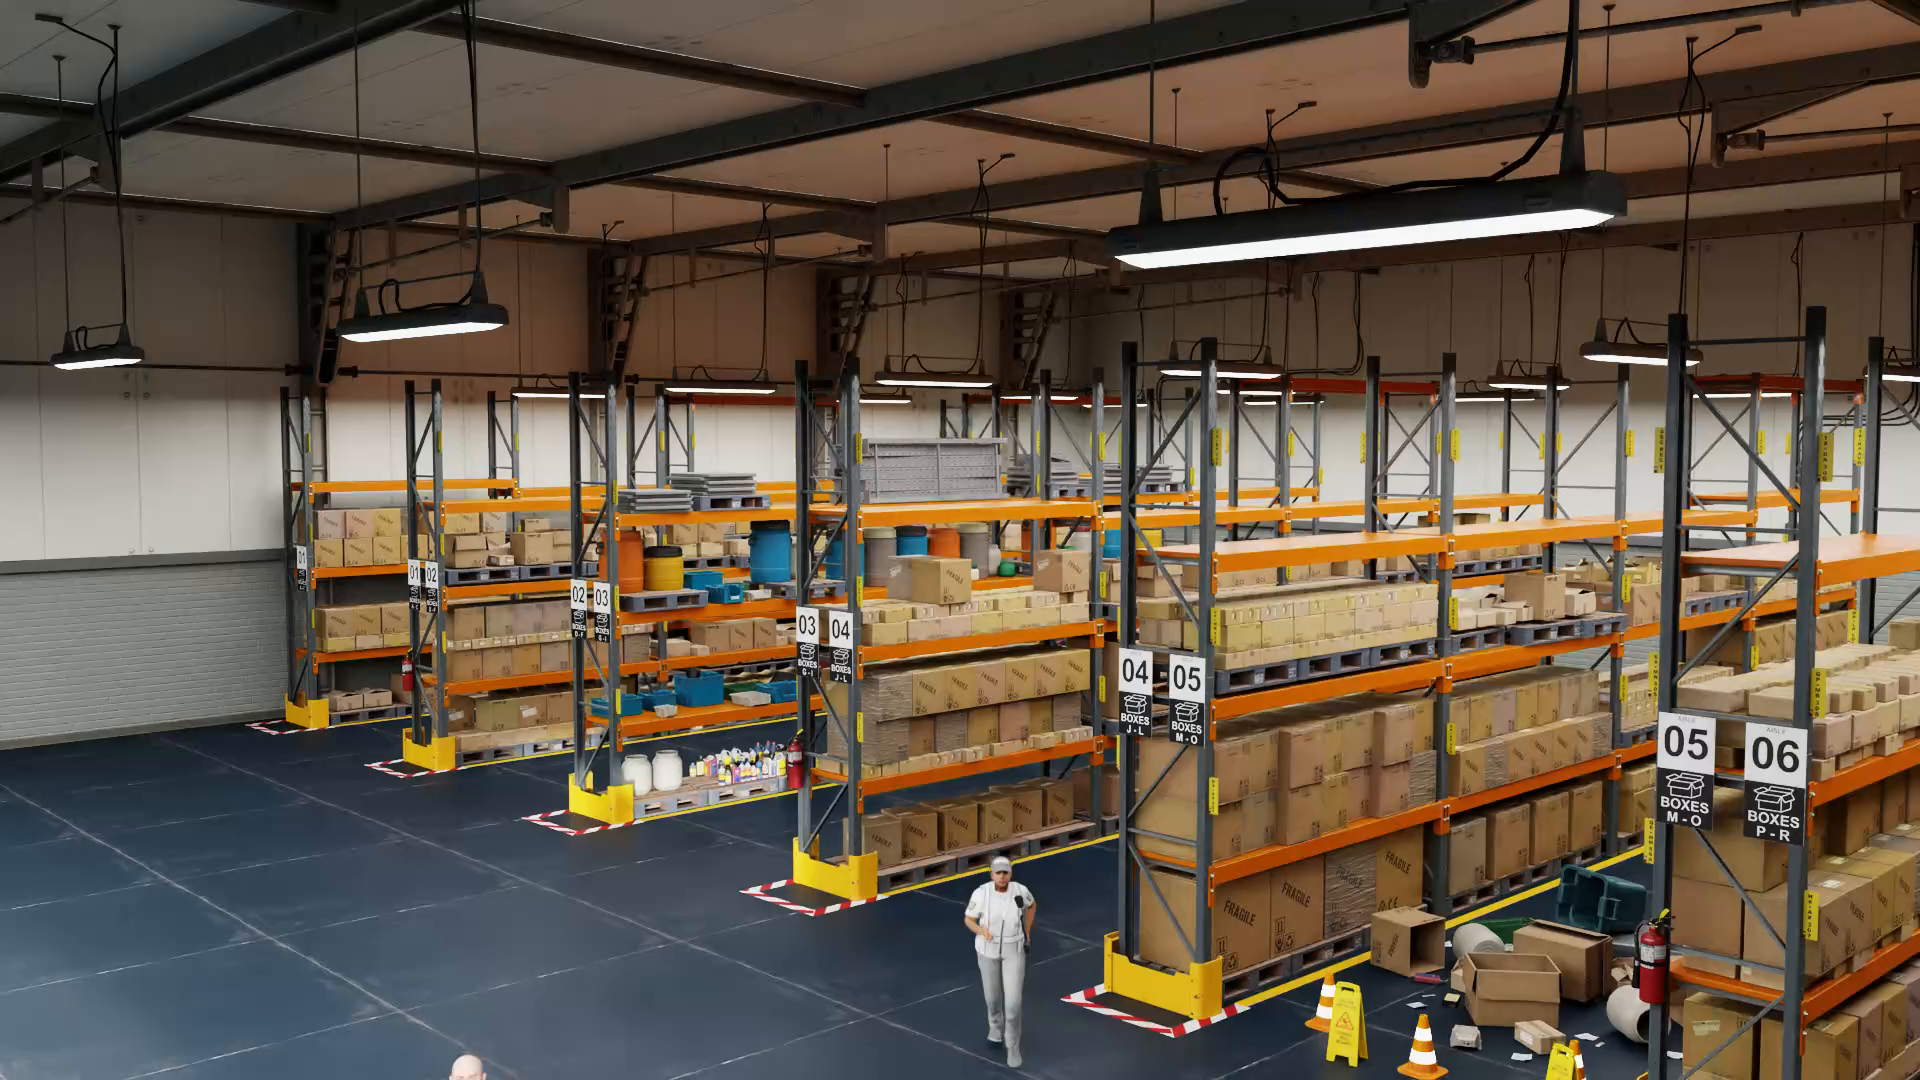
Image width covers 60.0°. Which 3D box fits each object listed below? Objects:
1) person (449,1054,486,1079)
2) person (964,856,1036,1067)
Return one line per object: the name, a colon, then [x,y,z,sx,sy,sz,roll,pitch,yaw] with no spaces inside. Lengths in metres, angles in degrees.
person: [-2.745,3.716,9.261,0.660,1.715,0.653,-1,4,-15]
person: [0.333,3.470,13.811,0.591,1.729,0.735,0,4,4]
